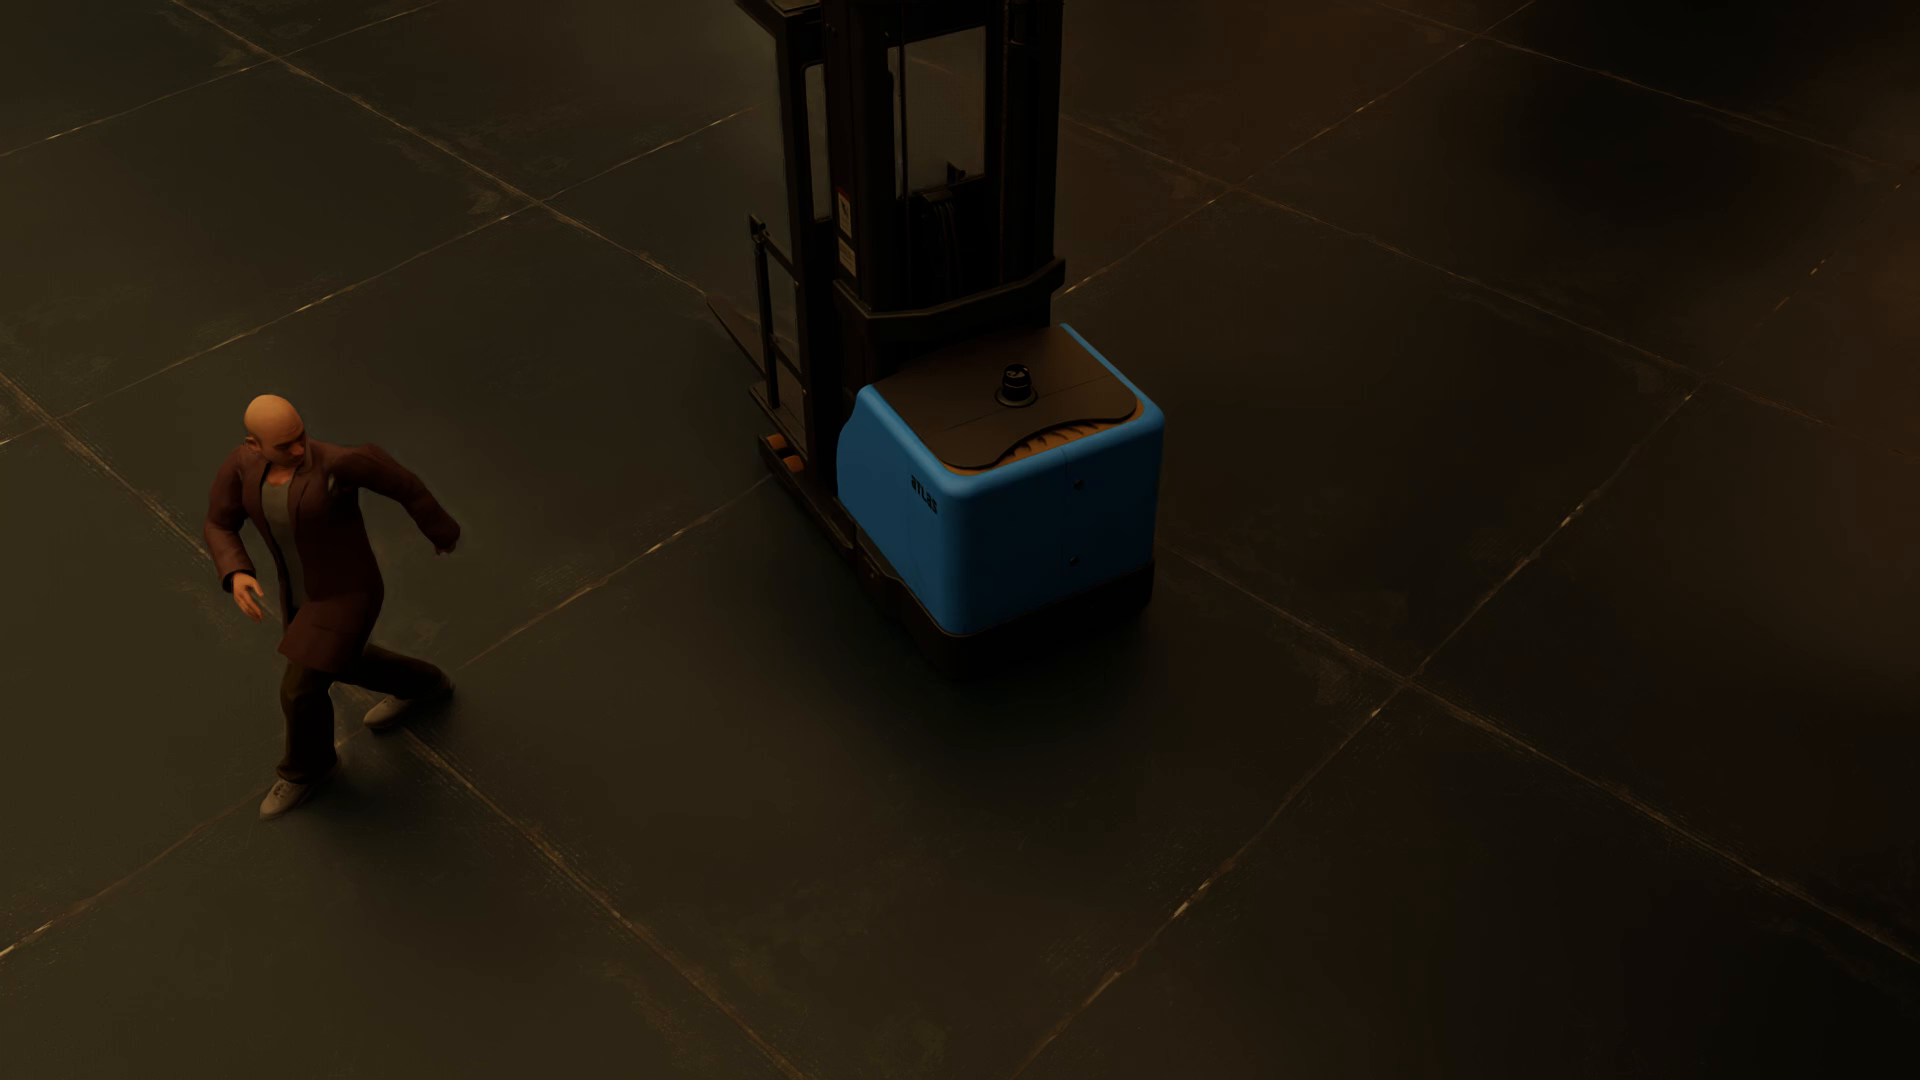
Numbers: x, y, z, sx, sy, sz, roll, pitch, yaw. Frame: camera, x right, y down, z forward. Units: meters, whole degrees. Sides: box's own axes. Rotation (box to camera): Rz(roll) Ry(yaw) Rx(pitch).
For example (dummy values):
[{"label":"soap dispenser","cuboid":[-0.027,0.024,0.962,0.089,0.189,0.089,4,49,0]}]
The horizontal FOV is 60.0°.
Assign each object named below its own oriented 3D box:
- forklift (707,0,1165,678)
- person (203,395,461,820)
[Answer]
[{"label":"forklift","cuboid":[-0.319,-1.484,7.159,1.130,2.935,3.031,-20,45,-22]},{"label":"person","cuboid":[-2.371,0.199,6.169,0.613,1.727,1.009,25,46,26]}]
